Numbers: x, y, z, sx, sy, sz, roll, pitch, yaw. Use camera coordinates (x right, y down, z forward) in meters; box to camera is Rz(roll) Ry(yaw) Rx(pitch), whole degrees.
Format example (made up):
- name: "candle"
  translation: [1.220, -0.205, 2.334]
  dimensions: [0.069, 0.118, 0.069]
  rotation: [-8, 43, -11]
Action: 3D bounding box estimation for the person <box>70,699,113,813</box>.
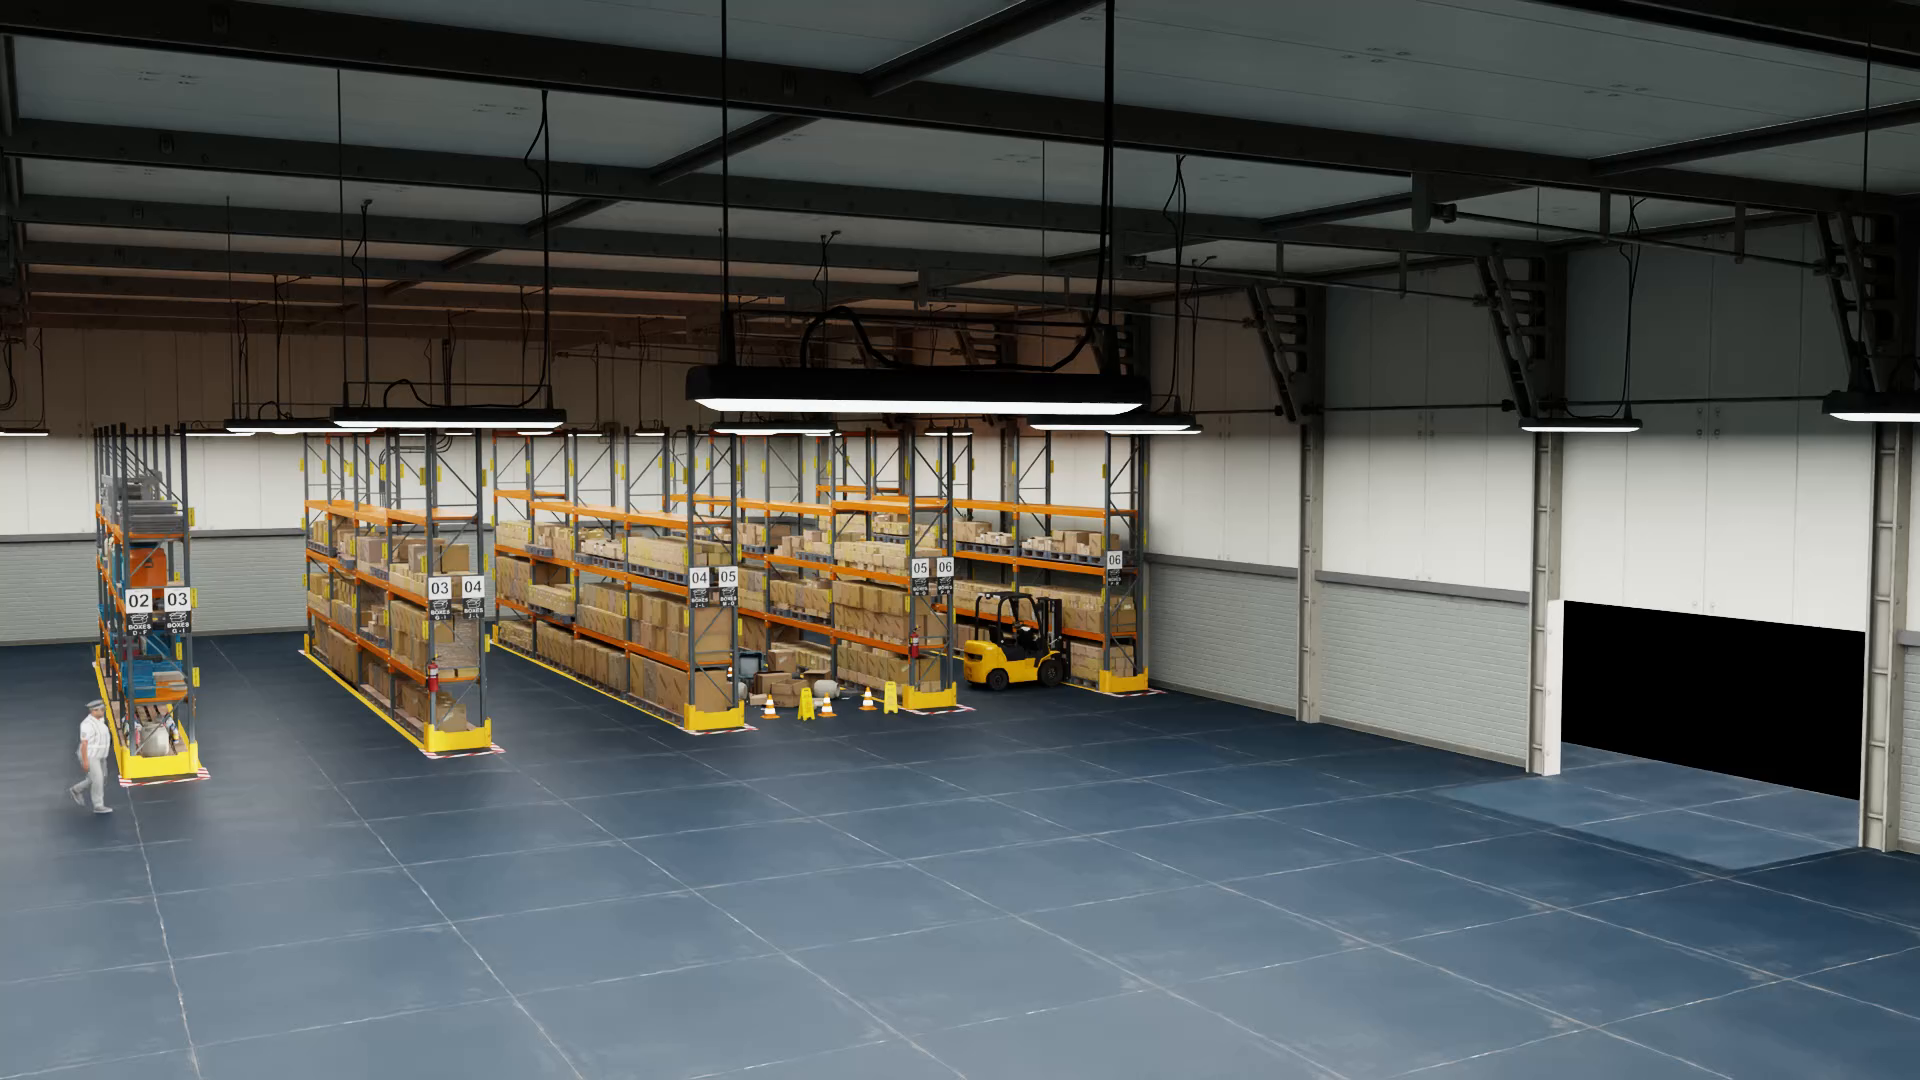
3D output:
- name: "person"
  translation: [-13.360, 3.299, 25.529]
  dimensions: [0.879, 1.719, 0.534]
  rotation: [1, 4, 12]
